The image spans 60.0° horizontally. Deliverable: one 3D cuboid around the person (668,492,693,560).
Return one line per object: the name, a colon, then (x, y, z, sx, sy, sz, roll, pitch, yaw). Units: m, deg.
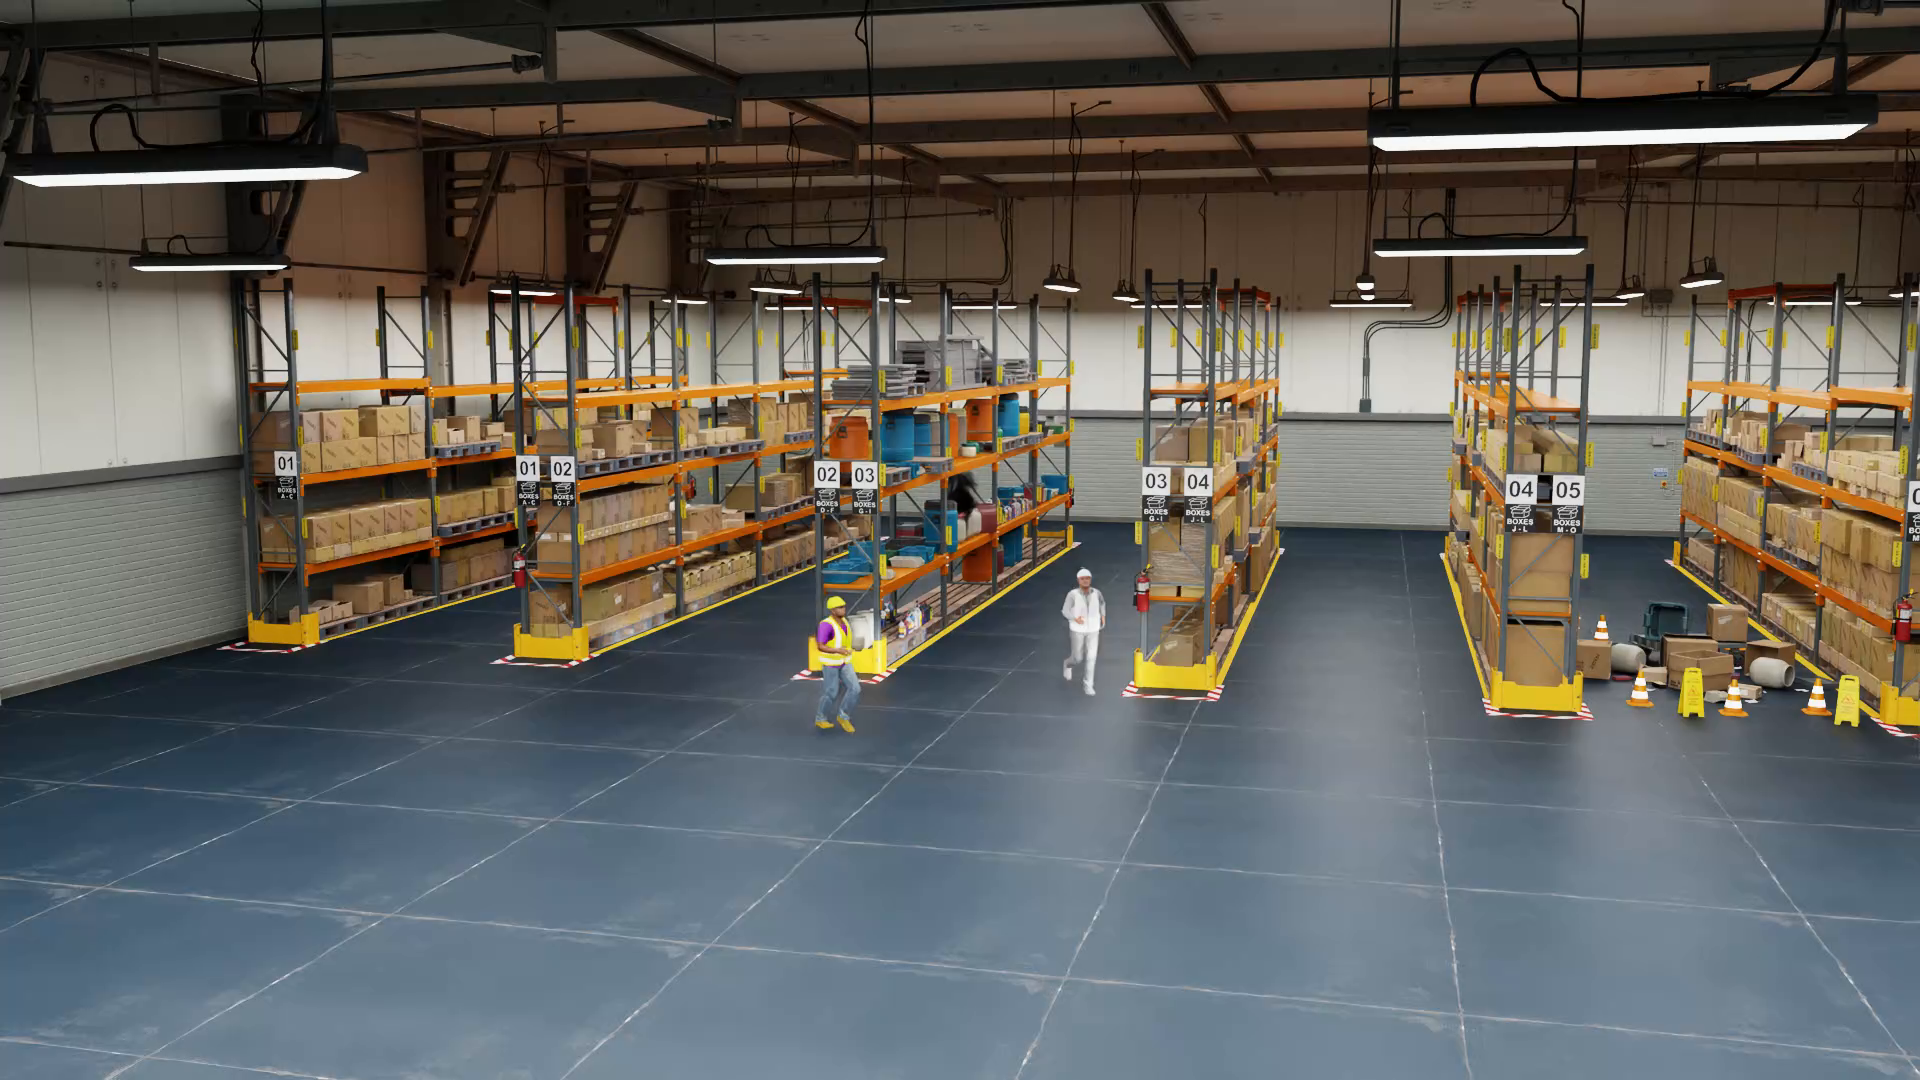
person: (-6.078, -0.194, 36.064, 0.727, 1.765, 1.040, 2, 7, 16)

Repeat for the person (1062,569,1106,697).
person: (1.779, 1.288, 23.824, 0.670, 1.775, 0.896, -1, 7, -10)

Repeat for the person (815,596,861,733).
person: (-1.566, 1.603, 21.202, 0.734, 1.788, 0.681, 5, 9, 38)
